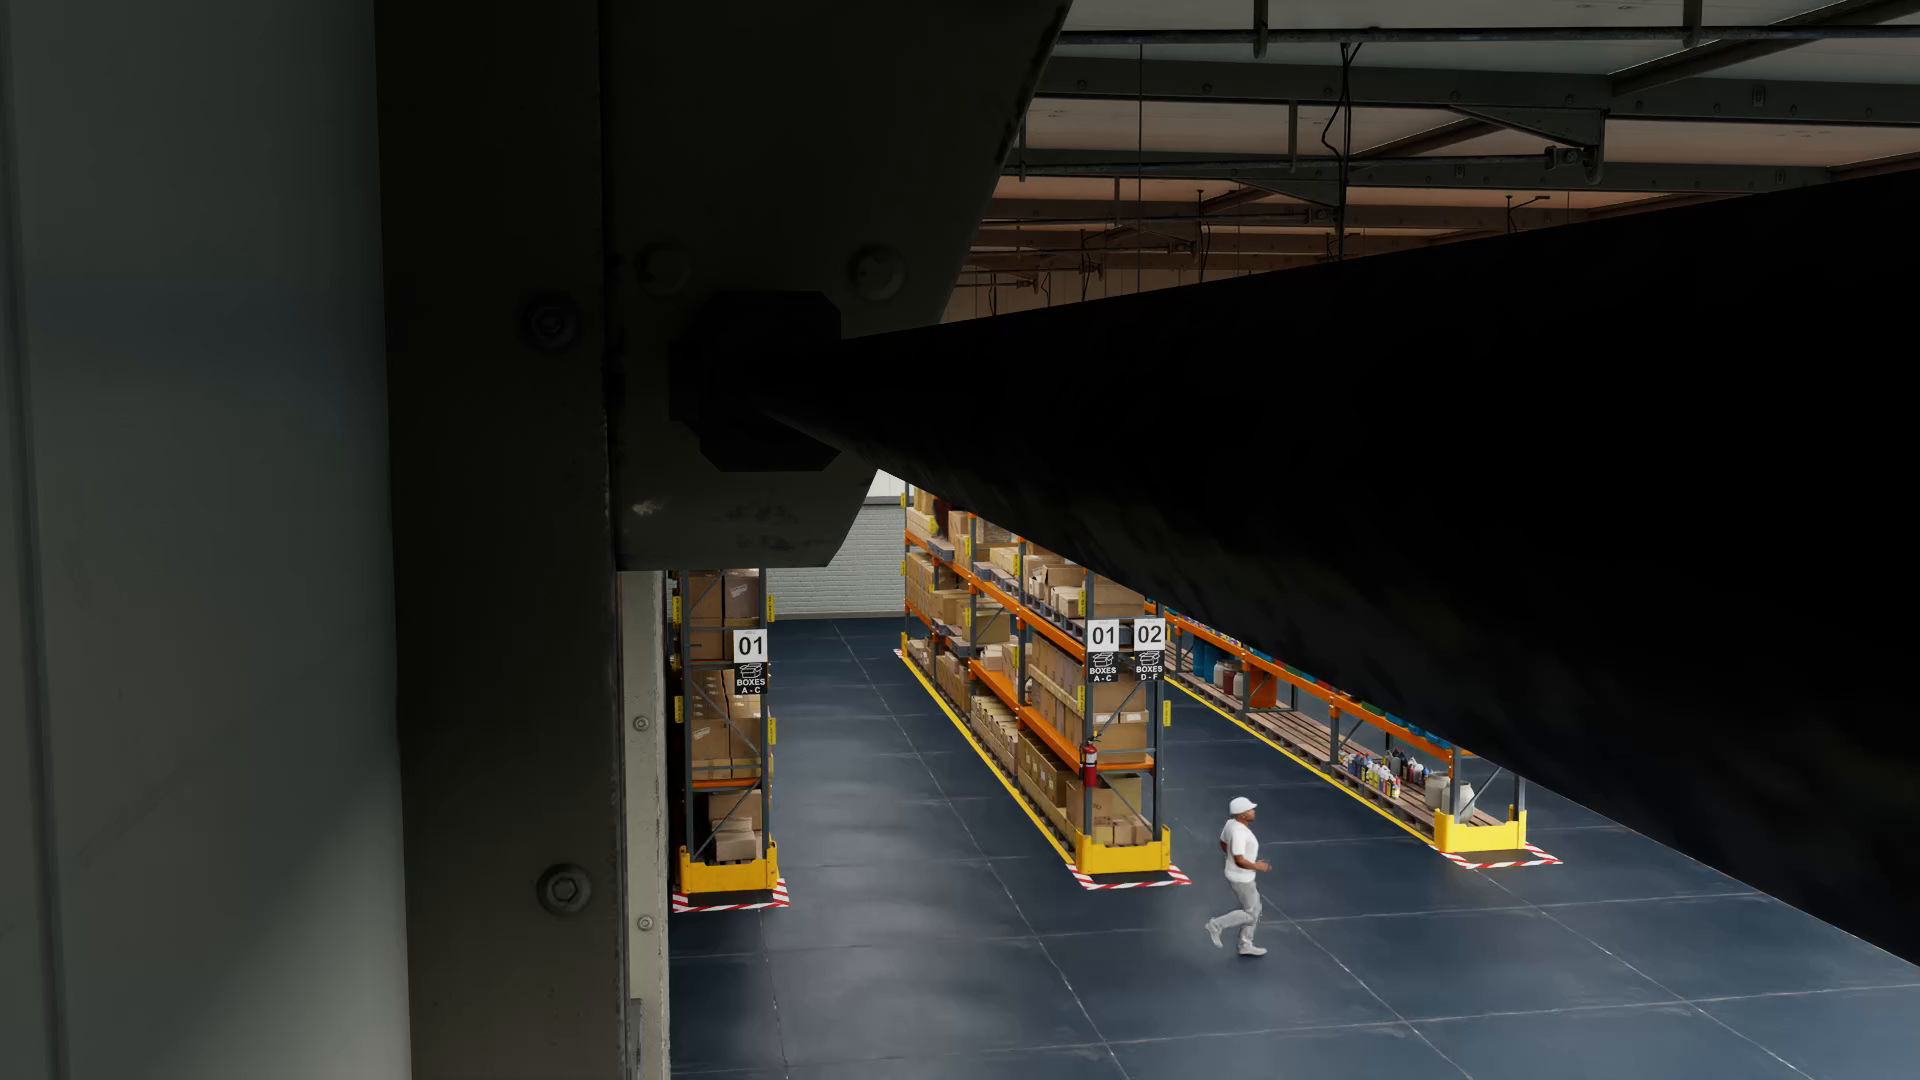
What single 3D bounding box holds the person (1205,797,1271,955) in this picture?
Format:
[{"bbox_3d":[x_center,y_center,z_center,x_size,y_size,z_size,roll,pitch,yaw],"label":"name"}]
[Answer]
[{"bbox_3d":[2.987,3.617,17.905,0.674,1.726,0.699,0,6,1],"label":"person"}]
